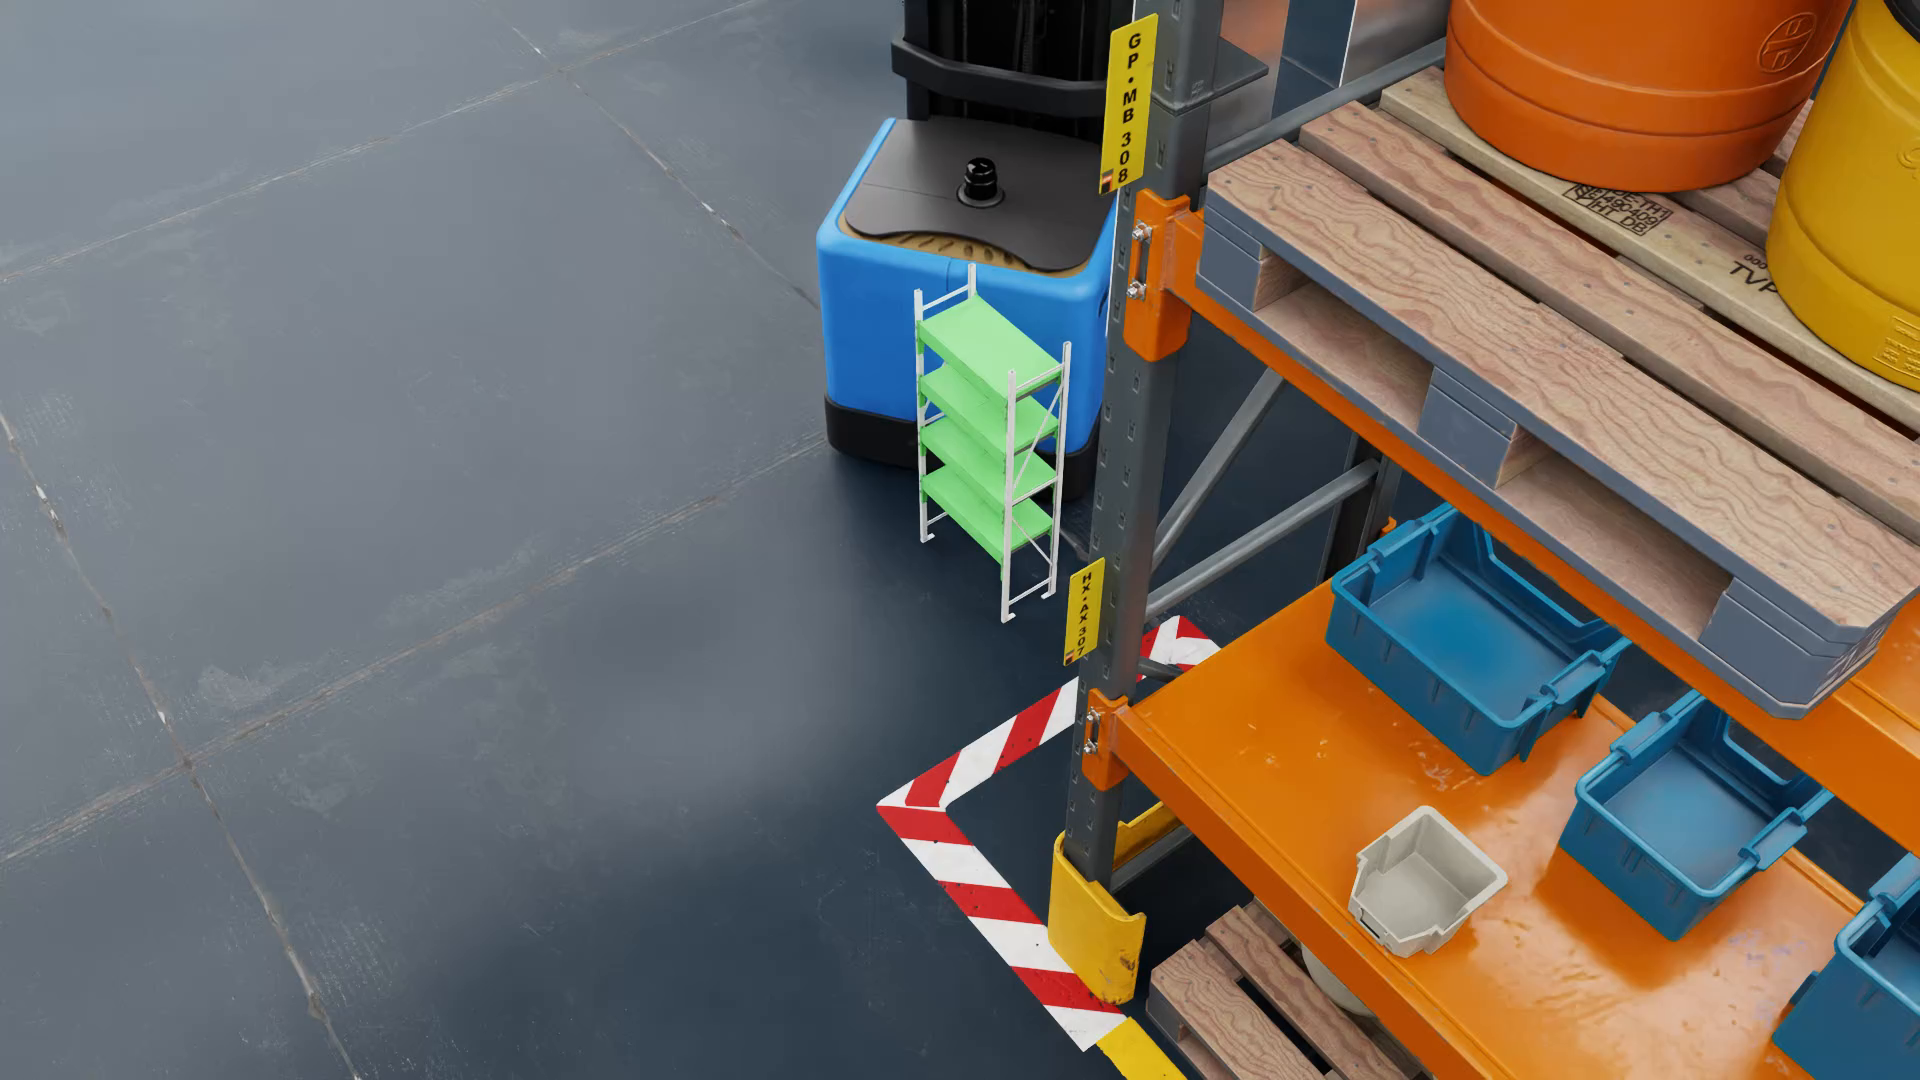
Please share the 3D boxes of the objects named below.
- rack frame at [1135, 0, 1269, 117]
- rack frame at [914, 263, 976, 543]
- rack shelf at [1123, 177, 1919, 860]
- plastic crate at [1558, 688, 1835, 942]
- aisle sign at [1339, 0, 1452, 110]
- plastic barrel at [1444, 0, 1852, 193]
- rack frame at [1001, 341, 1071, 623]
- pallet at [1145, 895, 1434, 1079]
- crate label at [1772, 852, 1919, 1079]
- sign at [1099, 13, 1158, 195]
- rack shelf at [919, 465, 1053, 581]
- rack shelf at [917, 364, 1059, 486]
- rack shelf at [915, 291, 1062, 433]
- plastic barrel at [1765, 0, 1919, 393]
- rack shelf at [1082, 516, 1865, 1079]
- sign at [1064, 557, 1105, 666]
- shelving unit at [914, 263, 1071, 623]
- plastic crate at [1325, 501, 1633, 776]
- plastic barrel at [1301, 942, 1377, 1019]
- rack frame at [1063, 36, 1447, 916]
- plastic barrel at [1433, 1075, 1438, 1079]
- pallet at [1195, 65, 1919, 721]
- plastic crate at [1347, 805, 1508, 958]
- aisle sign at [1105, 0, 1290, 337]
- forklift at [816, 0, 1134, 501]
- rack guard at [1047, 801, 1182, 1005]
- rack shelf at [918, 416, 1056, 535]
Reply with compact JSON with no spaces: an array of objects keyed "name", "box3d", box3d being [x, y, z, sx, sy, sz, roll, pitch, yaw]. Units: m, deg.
[{"name":"rack frame","box3d":[0.730,-1.996,1.985,1.000,3.000,0.127,-29,54,-24]},{"name":"rack frame","box3d":[-0.048,-0.449,5.847,0.240,1.200,0.015,-29,54,-24]},{"name":"rack shelf","box3d":[1.941,0.433,2.294,1.077,0.370,4.000,-29,54,-24]},{"name":"plastic crate","box3d":[1.660,0.616,3.768,0.499,0.251,0.408,-29,54,-24]},{"name":"aisle sign","box3d":[0.923,-1.030,3.404,0.394,0.787,0.004,-29,54,-24]},{"name":"plastic barrel","box3d":[1.125,-1.044,2.574,0.600,0.830,0.708,-29,54,-24]},{"name":"rack frame","box3d":[0.248,-0.162,5.587,0.240,1.200,0.015,-29,54,-24]},{"name":"pallet","box3d":[1.301,1.461,4.783,1.003,0.211,1.213,-29,54,-24]},{"name":"crate label","box3d":[2.060,0.971,3.321,0.502,0.435,0.616,-29,54,-24]},{"name":"sign","box3d":[0.290,-0.747,2.872,0.100,0.325,0.005,-29,54,-24]},{"name":"rack shelf","box3d":[0.100,-0.101,5.942,0.258,0.148,0.480,-29,54,-24]},{"name":"rack shelf","box3d":[0.100,-0.424,5.587,0.258,0.148,0.480,-29,54,-24]},{"name":"rack shelf","box3d":[0.100,-0.585,5.409,0.258,0.148,0.480,-29,54,-24]},{"name":"plastic barrel","box3d":[1.521,-0.577,2.314,0.600,0.588,0.600,0,48,0]},{"name":"rack shelf","box3d":[1.941,1.440,3.405,1.077,0.370,4.000,-29,54,-24]},{"name":"sign","box3d":[0.290,0.171,3.884,0.100,0.325,0.005,-29,54,-24]},{"name":"shelving unit","box3d":[0.100,-0.305,5.717,0.258,1.200,0.503,-29,54,-24]},{"name":"plastic crate","box3d":[1.271,0.230,4.117,0.499,0.251,0.616,-29,54,-24]},{"name":"plastic barrel","box3d":[1.189,1.068,4.653,0.421,0.512,0.421,0,48,0]},{"name":"rack frame","box3d":[0.730,0.019,4.208,1.000,3.000,0.127,-29,54,-24]},{"name":"plastic barrel","box3d":[1.493,1.363,4.385,0.421,0.512,0.421,0,48,0]},{"name":"pallet","box3d":[1.153,-0.393,2.685,1.003,0.211,1.213,-29,54,-24]},{"name":"plastic crate","box3d":[1.016,0.780,3.696,0.298,0.136,0.250,-29,54,-24]},{"name":"aisle sign","box3d":[0.453,-0.765,3.164,0.394,0.787,0.004,-29,54,-24]},{"name":"forklift","box3d":[0.410,-2.248,6.310,1.130,2.935,3.031,13,49,12]},{"name":"rack guard","box3d":[0.813,0.883,5.112,1.175,0.500,0.348,-29,54,-24]},{"name":"rack shelf","box3d":[0.100,-0.262,5.764,0.258,0.148,0.480,-29,54,-24]}]
